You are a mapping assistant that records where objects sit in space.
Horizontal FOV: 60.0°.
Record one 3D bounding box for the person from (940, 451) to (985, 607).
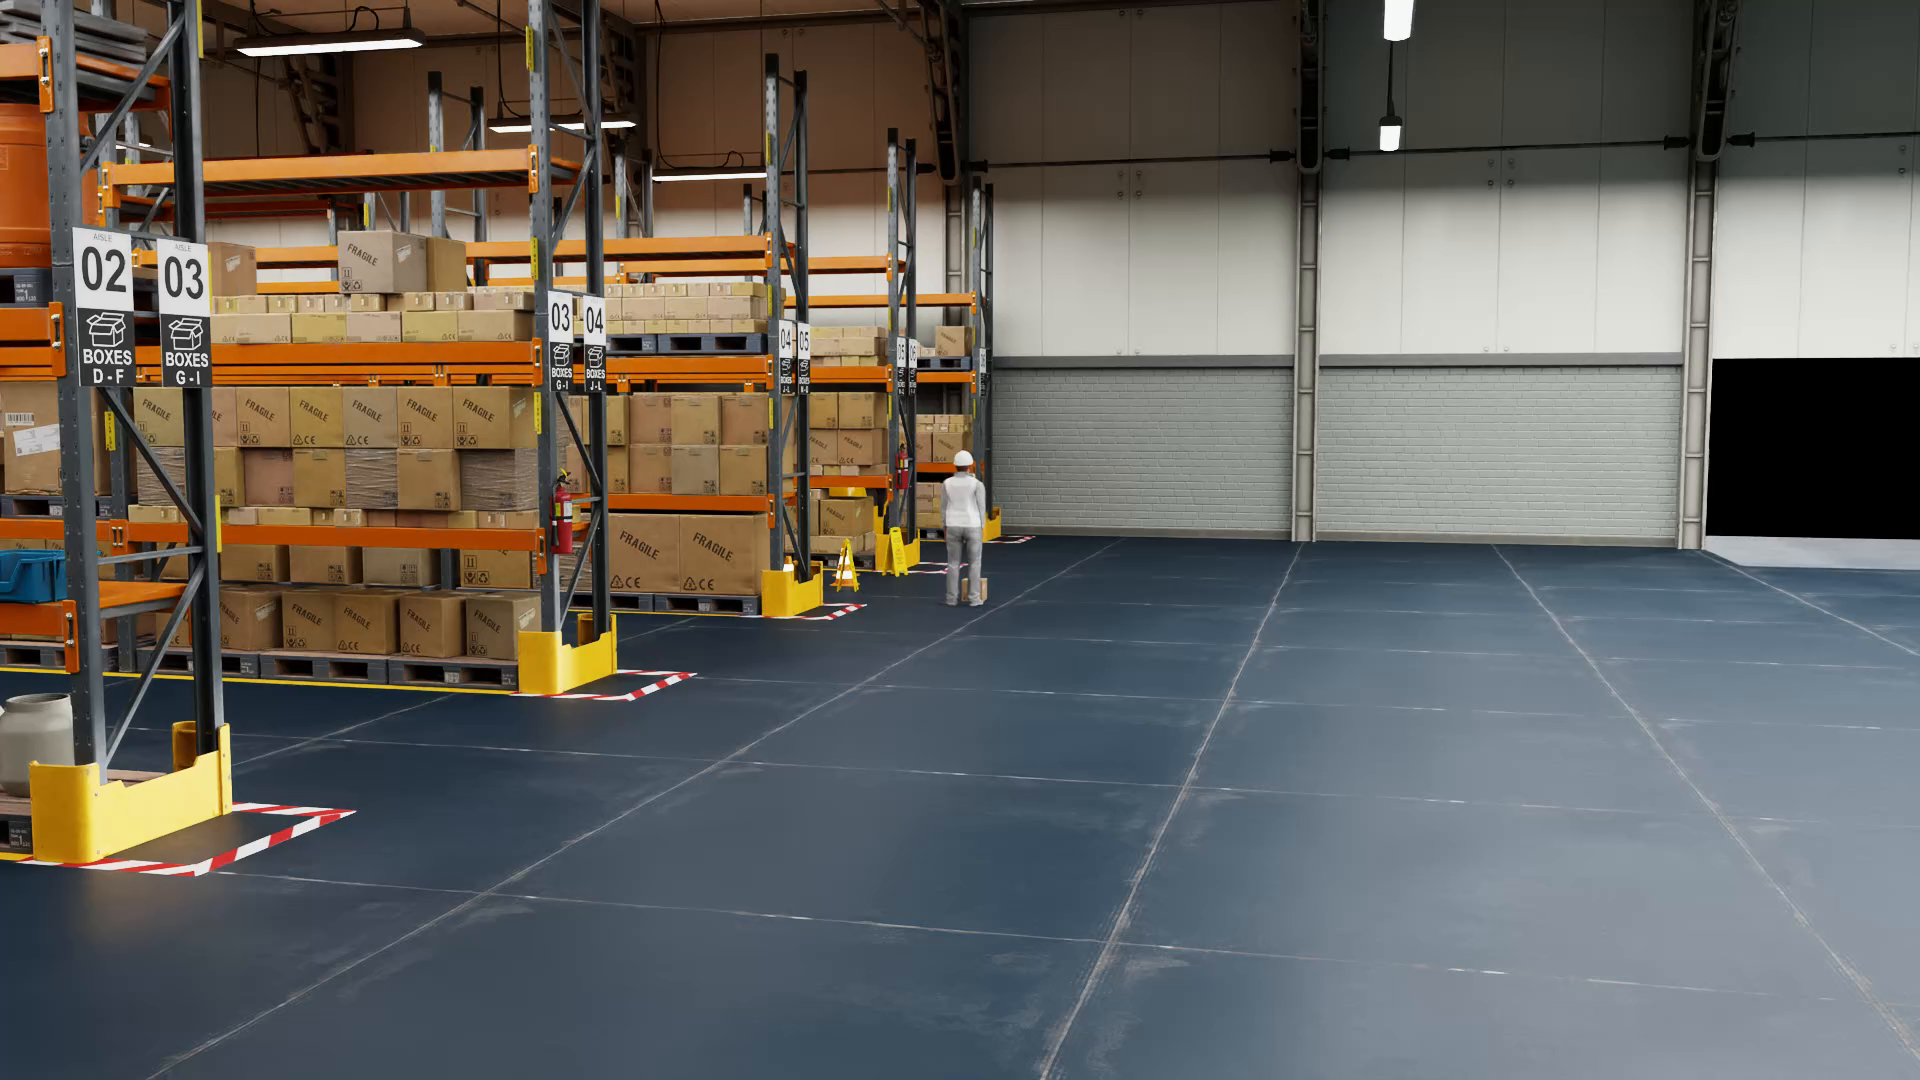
[{"bbox_3d":[0.038,-0.133,18.992,0.533,1.774,0.359,1,5,15],"label":"person"}]
